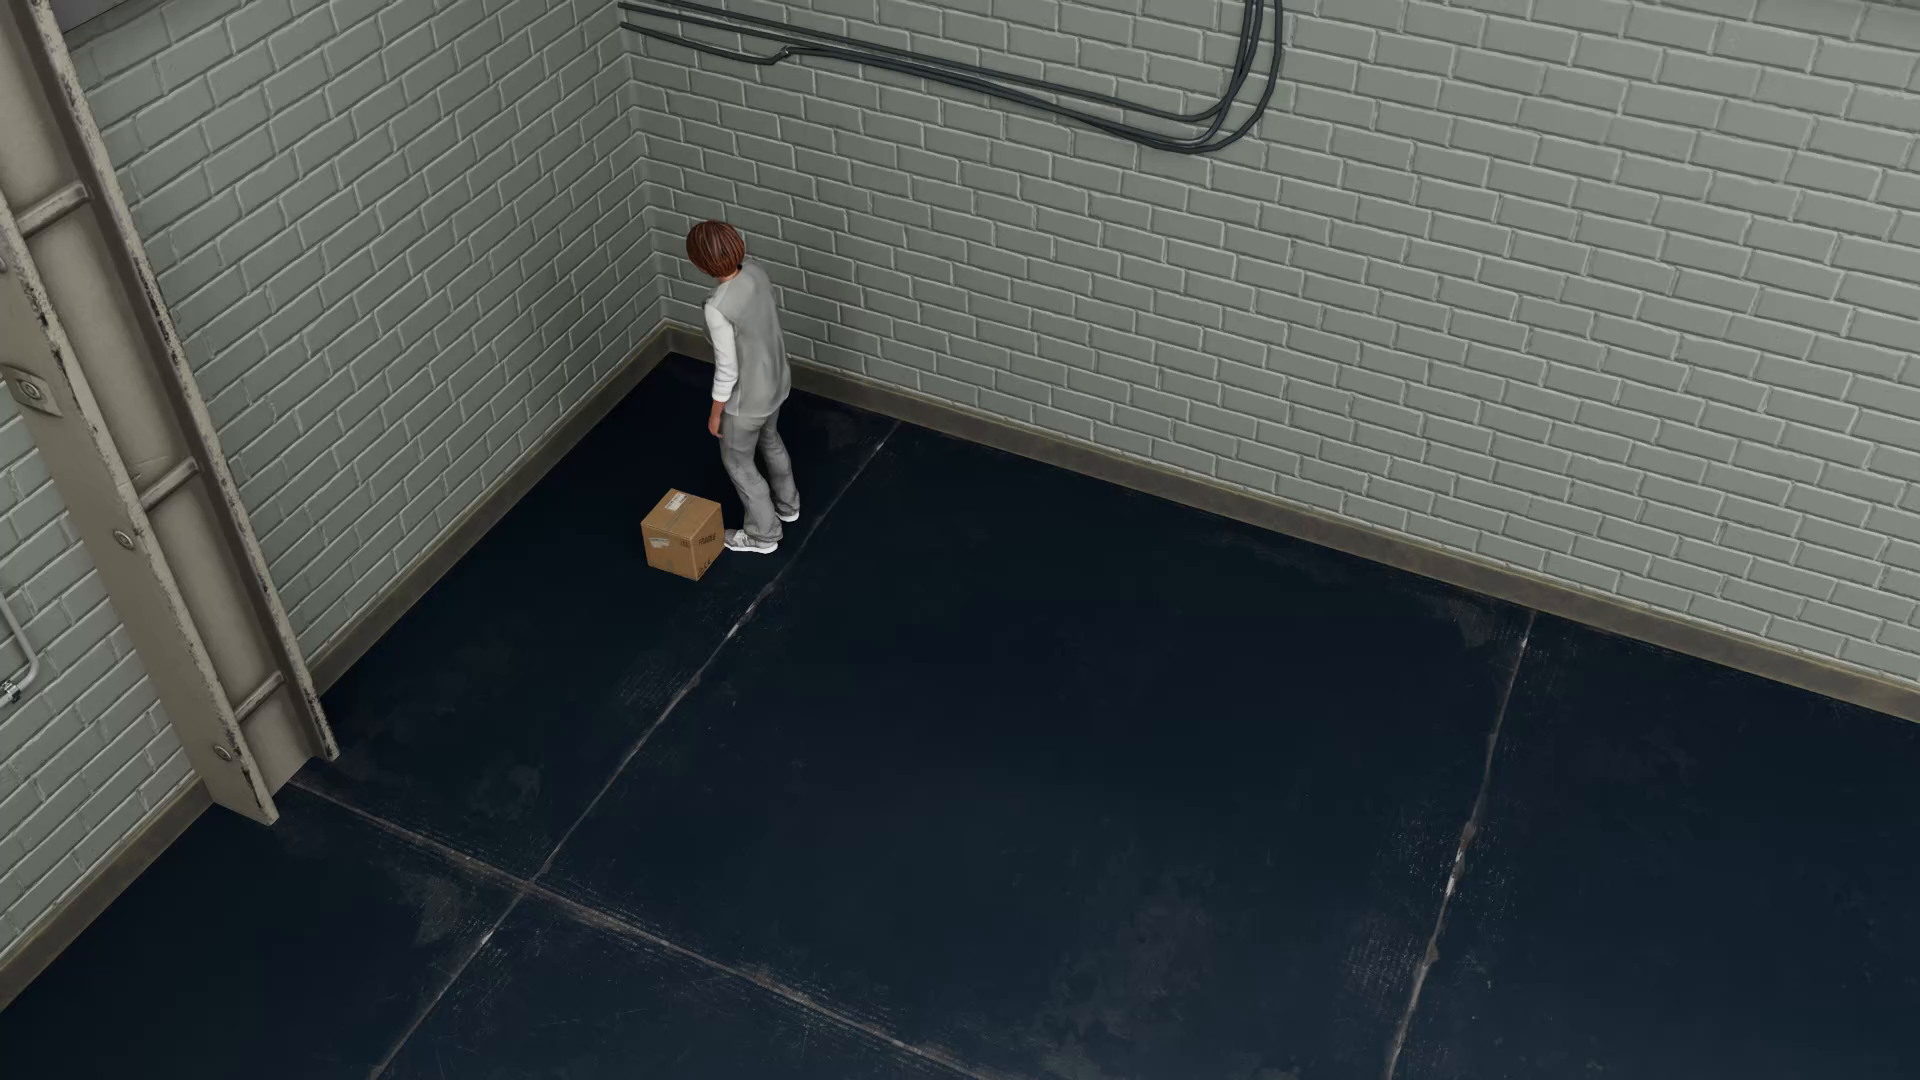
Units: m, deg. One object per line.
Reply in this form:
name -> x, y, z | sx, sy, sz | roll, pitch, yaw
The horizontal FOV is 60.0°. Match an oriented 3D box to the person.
person -> -0.884, -0.860, 6.598 | 0.324, 0.910, 0.467 | 16, 45, 16
